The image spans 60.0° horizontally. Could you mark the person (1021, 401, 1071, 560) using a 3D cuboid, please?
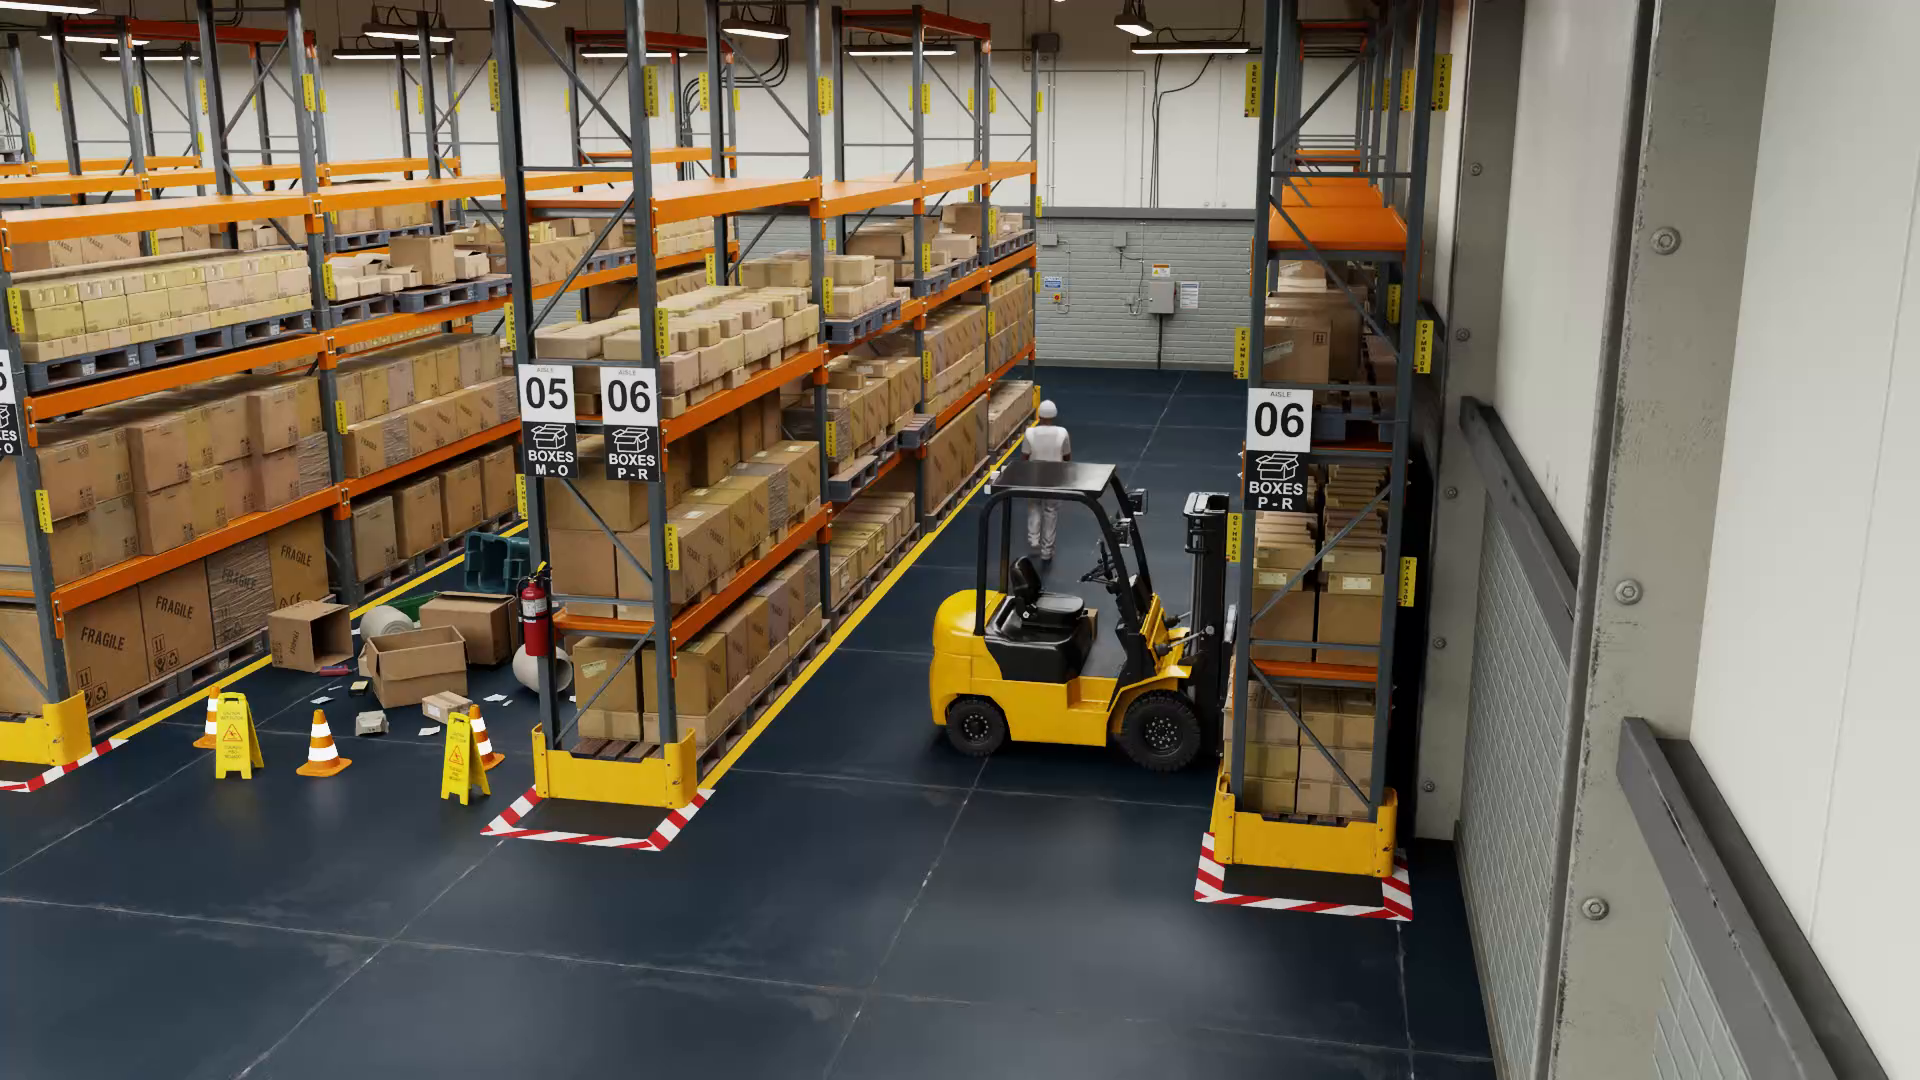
[{"bbox_3d":[0.967,-0.666,18.554,0.544,1.825,0.485,2,15,9],"label":"person"}]
